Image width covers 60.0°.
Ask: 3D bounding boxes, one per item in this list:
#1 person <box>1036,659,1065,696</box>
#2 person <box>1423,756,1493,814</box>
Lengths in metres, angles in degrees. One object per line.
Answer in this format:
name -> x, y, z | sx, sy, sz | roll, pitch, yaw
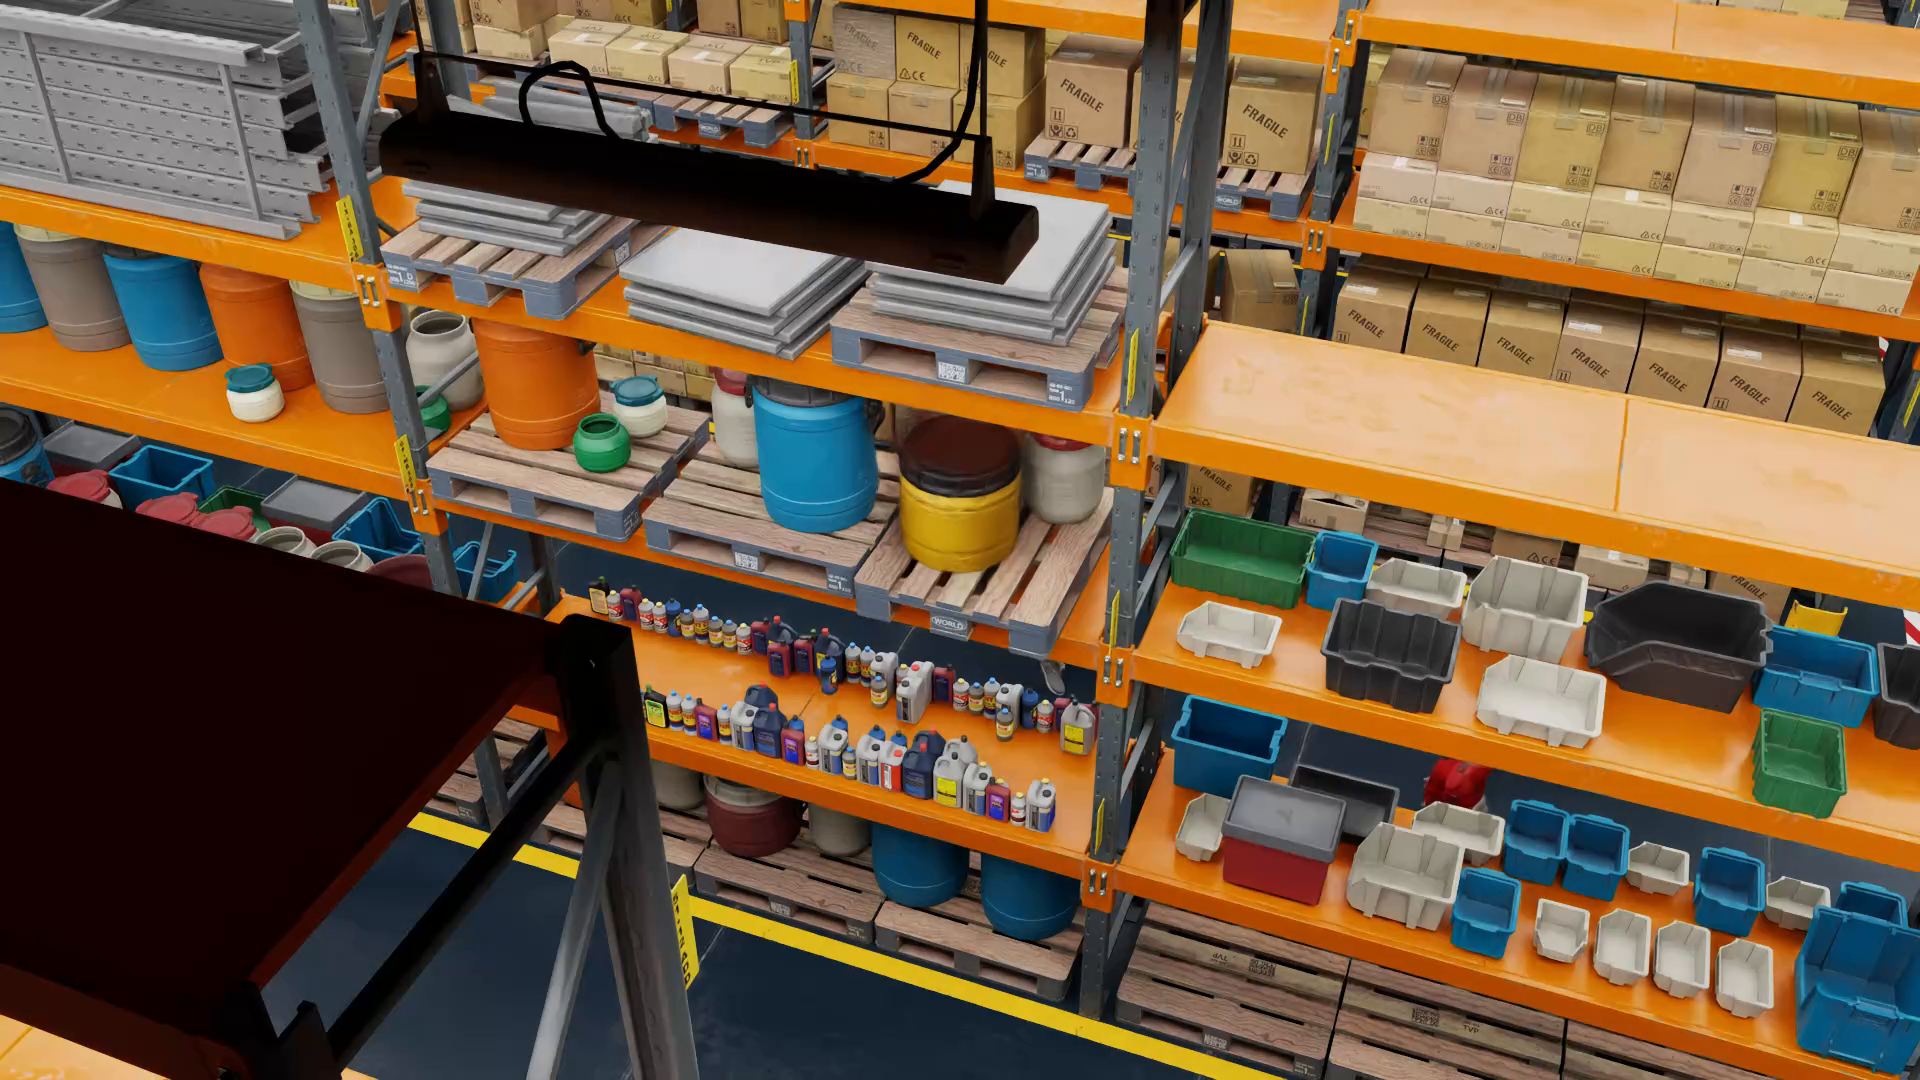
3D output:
person -> 0.725, 0.284, 11.626 | 0.532, 1.671, 0.512 | 22, 42, 27
person -> 2.908, 1.632, 9.755 | 0.535, 1.666, 1.096 | -27, 44, -32
